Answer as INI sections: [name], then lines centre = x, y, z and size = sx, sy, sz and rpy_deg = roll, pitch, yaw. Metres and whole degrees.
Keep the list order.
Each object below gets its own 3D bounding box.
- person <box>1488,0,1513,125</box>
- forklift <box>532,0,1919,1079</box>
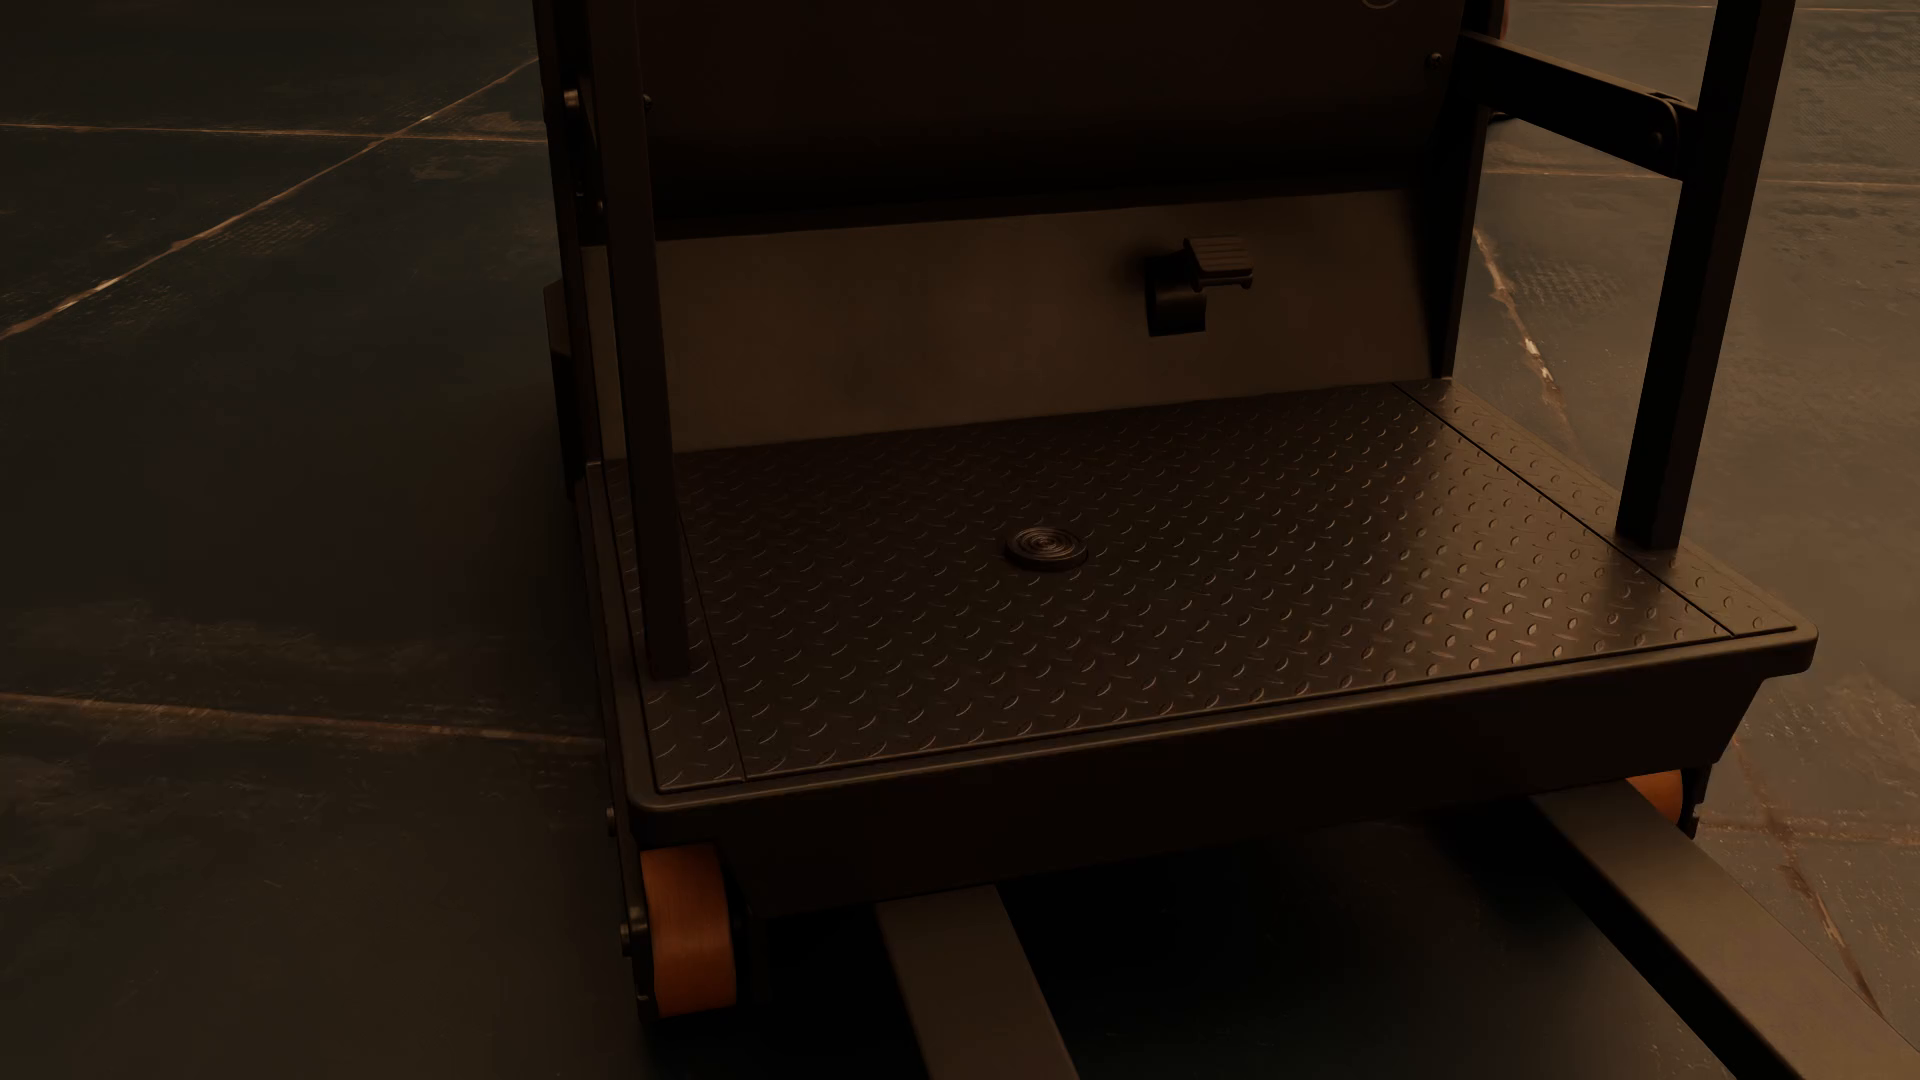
[person]
centre = 1.412, -2.080, 4.744
size = 0.581, 1.721, 0.413
rpy_deg = 13, 29, 24
[forklift]
centre = 0.153, -1.049, 1.319
size = 1.130, 2.935, 3.031
rpy_deg = -7, 27, -13
